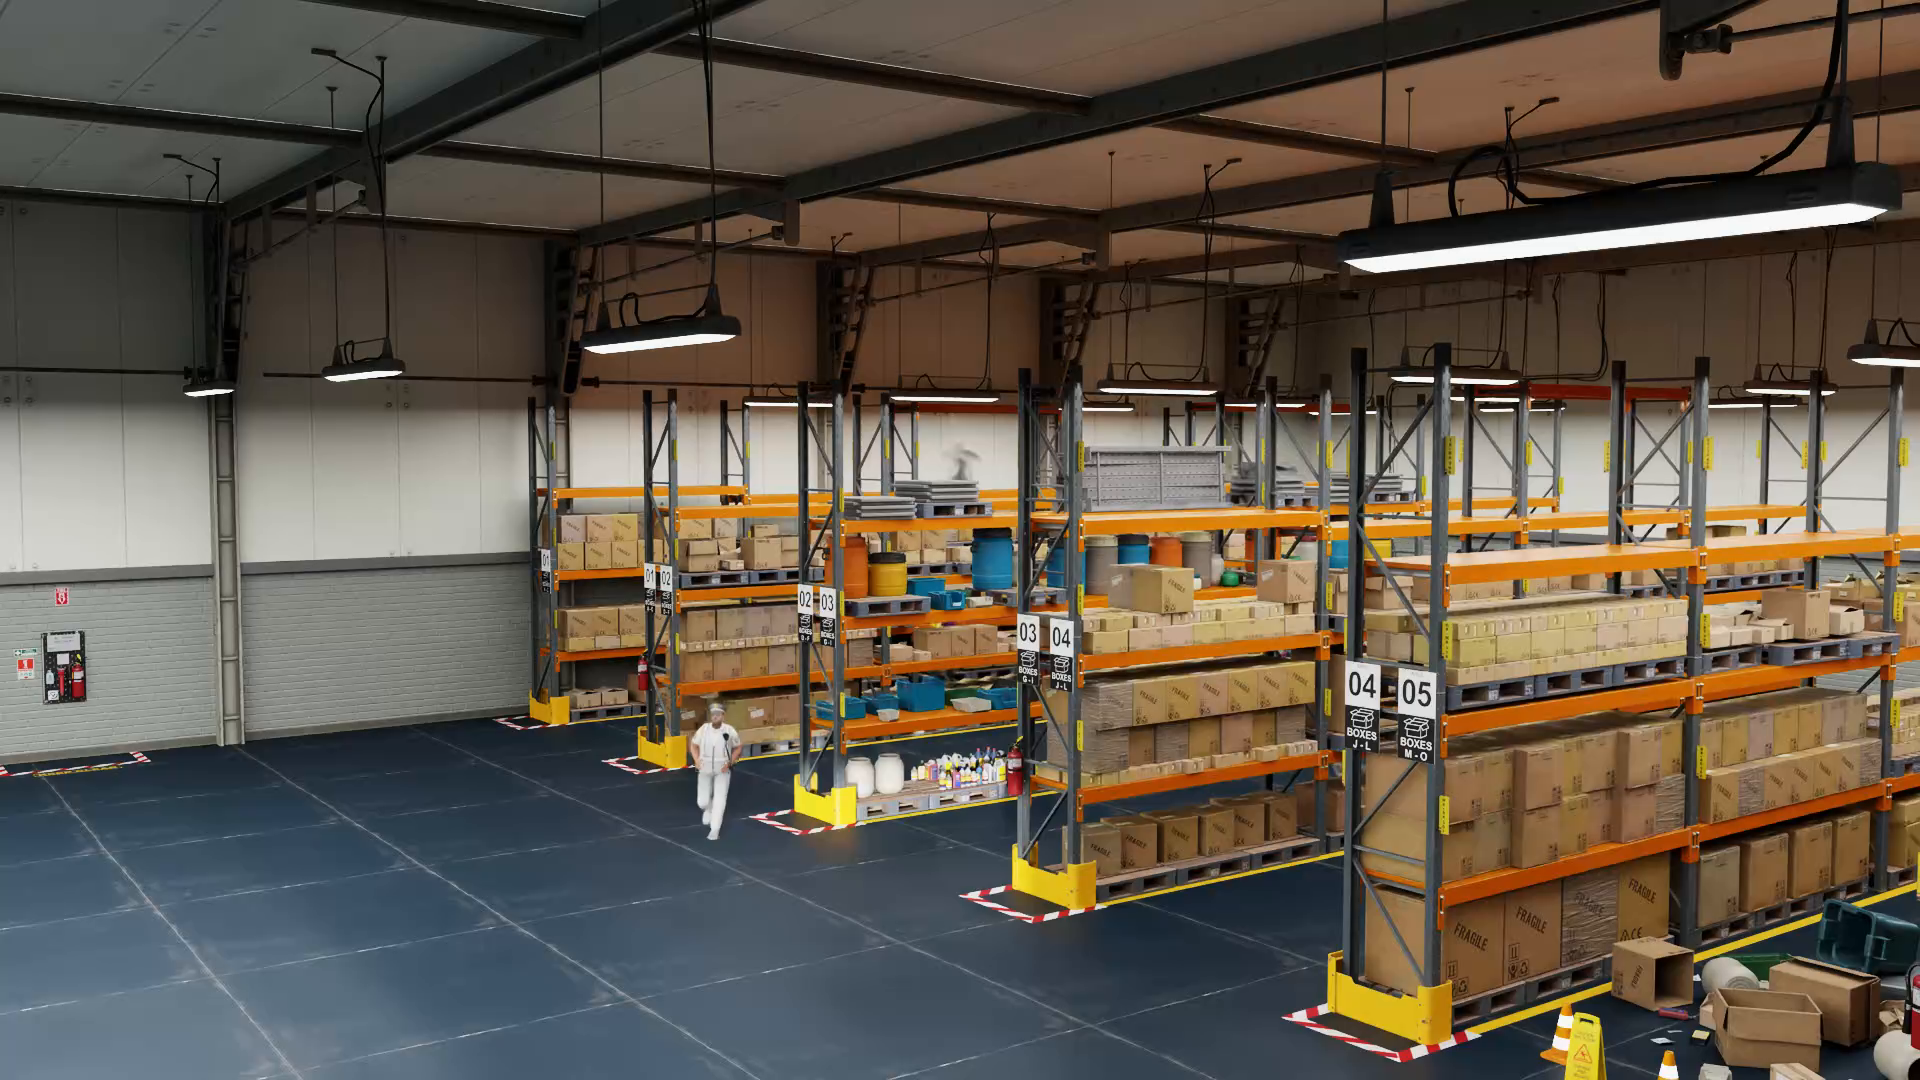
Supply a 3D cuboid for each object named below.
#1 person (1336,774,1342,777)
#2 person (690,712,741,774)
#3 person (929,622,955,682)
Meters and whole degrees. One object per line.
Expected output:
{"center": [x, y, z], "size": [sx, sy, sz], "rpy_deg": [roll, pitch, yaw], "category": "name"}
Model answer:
{"center": [5.645, 2.882, 24.224], "size": [0.586, 1.703, 0.666], "rpy_deg": [-2, 4, -34], "category": "person"}
{"center": [-3.217, 2.616, 21.805], "size": [0.672, 0.839, 0.396], "rpy_deg": [0, 3, -2], "category": "person"}
{"center": [-0.416, 2.002, 32.557], "size": [0.672, 1.706, 0.741], "rpy_deg": [3, 4, 41], "category": "person"}
